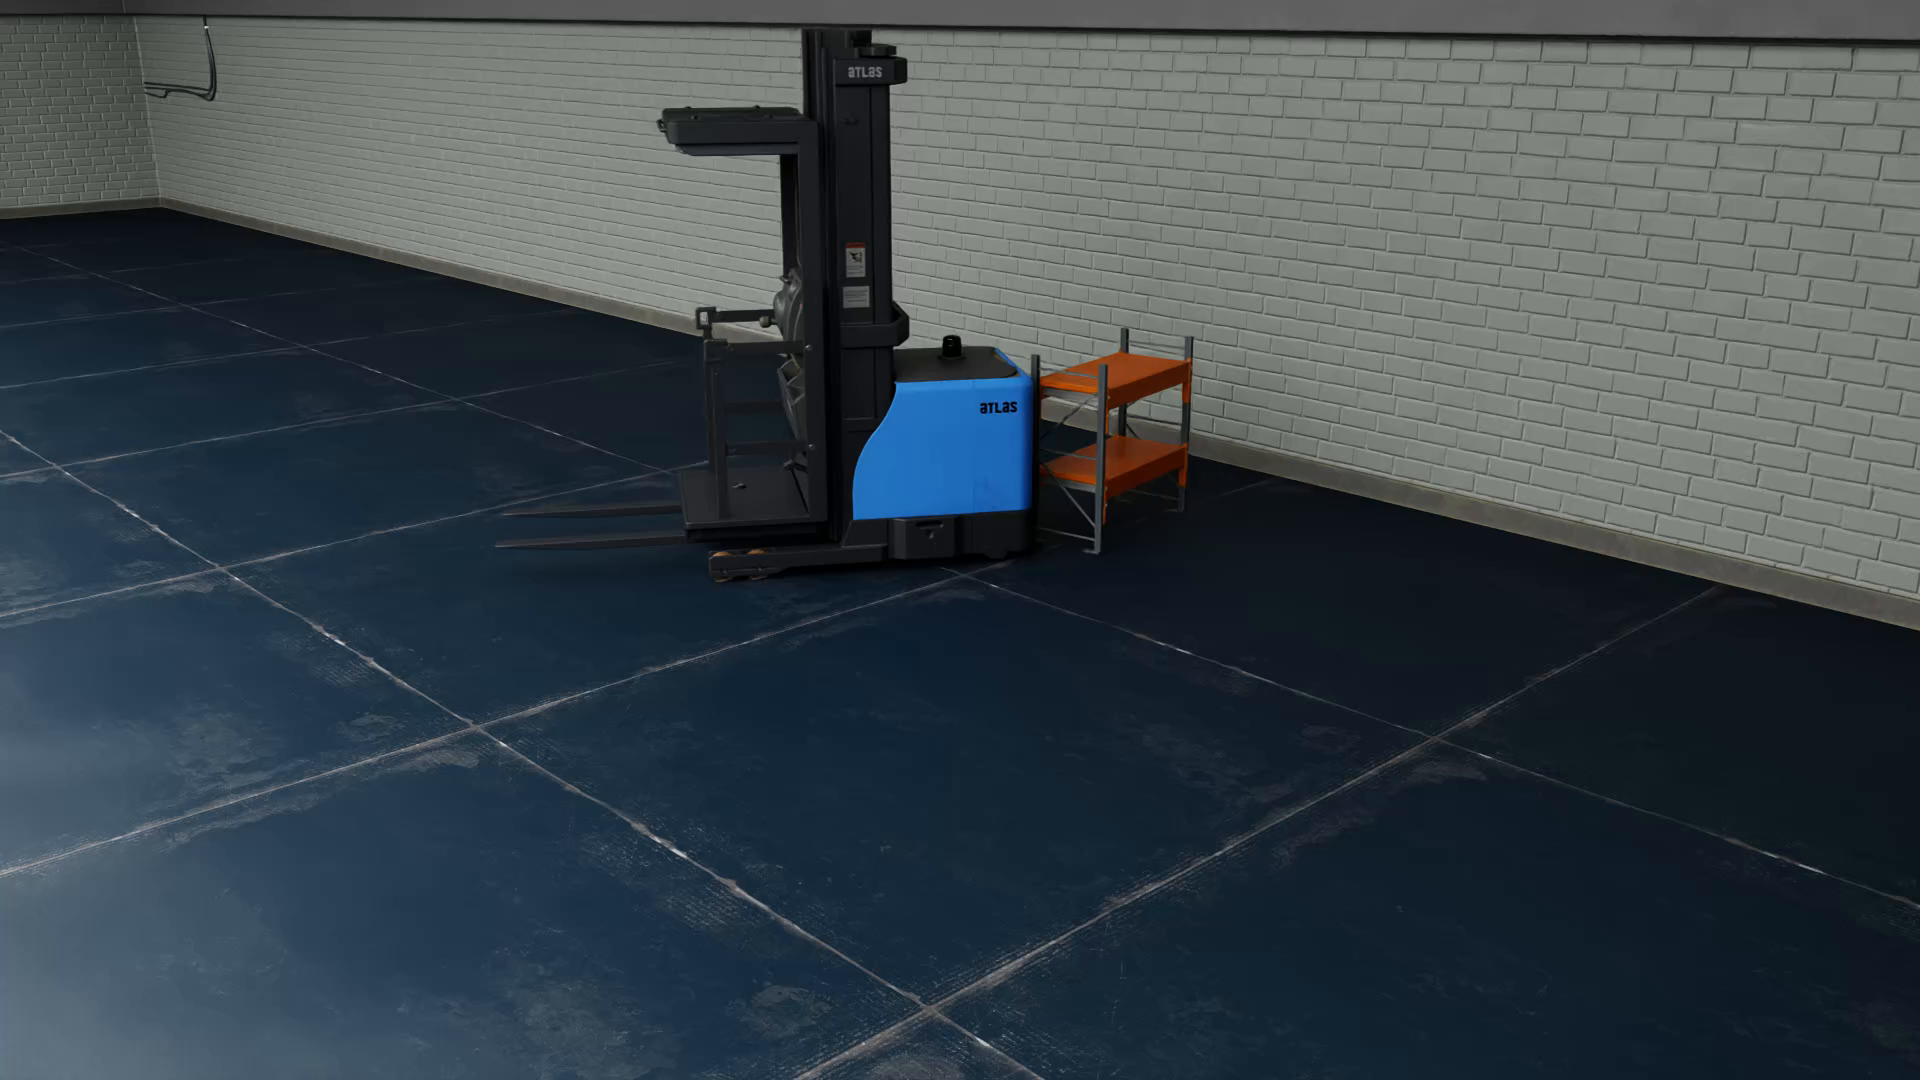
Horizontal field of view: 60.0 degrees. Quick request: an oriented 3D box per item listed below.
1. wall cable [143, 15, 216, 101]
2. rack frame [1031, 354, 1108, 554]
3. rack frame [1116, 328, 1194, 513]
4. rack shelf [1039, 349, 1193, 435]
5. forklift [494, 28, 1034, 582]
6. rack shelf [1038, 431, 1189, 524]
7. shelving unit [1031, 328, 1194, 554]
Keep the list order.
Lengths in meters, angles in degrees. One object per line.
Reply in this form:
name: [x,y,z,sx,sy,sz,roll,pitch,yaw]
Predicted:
wall cable: [-11.579,-7.710,24.210,0.112,2.526,3.097,-16,24,-41]
rack frame: [0.626,-0.499,9.700,0.500,1.125,0.032,13,22,34]
rack frame: [1.221,-0.753,10.484,0.500,1.125,0.032,13,22,34]
rack shelf: [0.923,-0.905,10.002,0.538,0.278,1.000,13,22,34]
forklift: [-1.141,-1.338,9.359,3.031,2.935,1.130,-3,18,-11]
rack shelf: [0.923,-0.394,10.167,0.538,0.278,1.000,13,22,34]
shelving unit: [0.923,-0.626,10.092,0.538,1.125,1.048,13,22,34]
